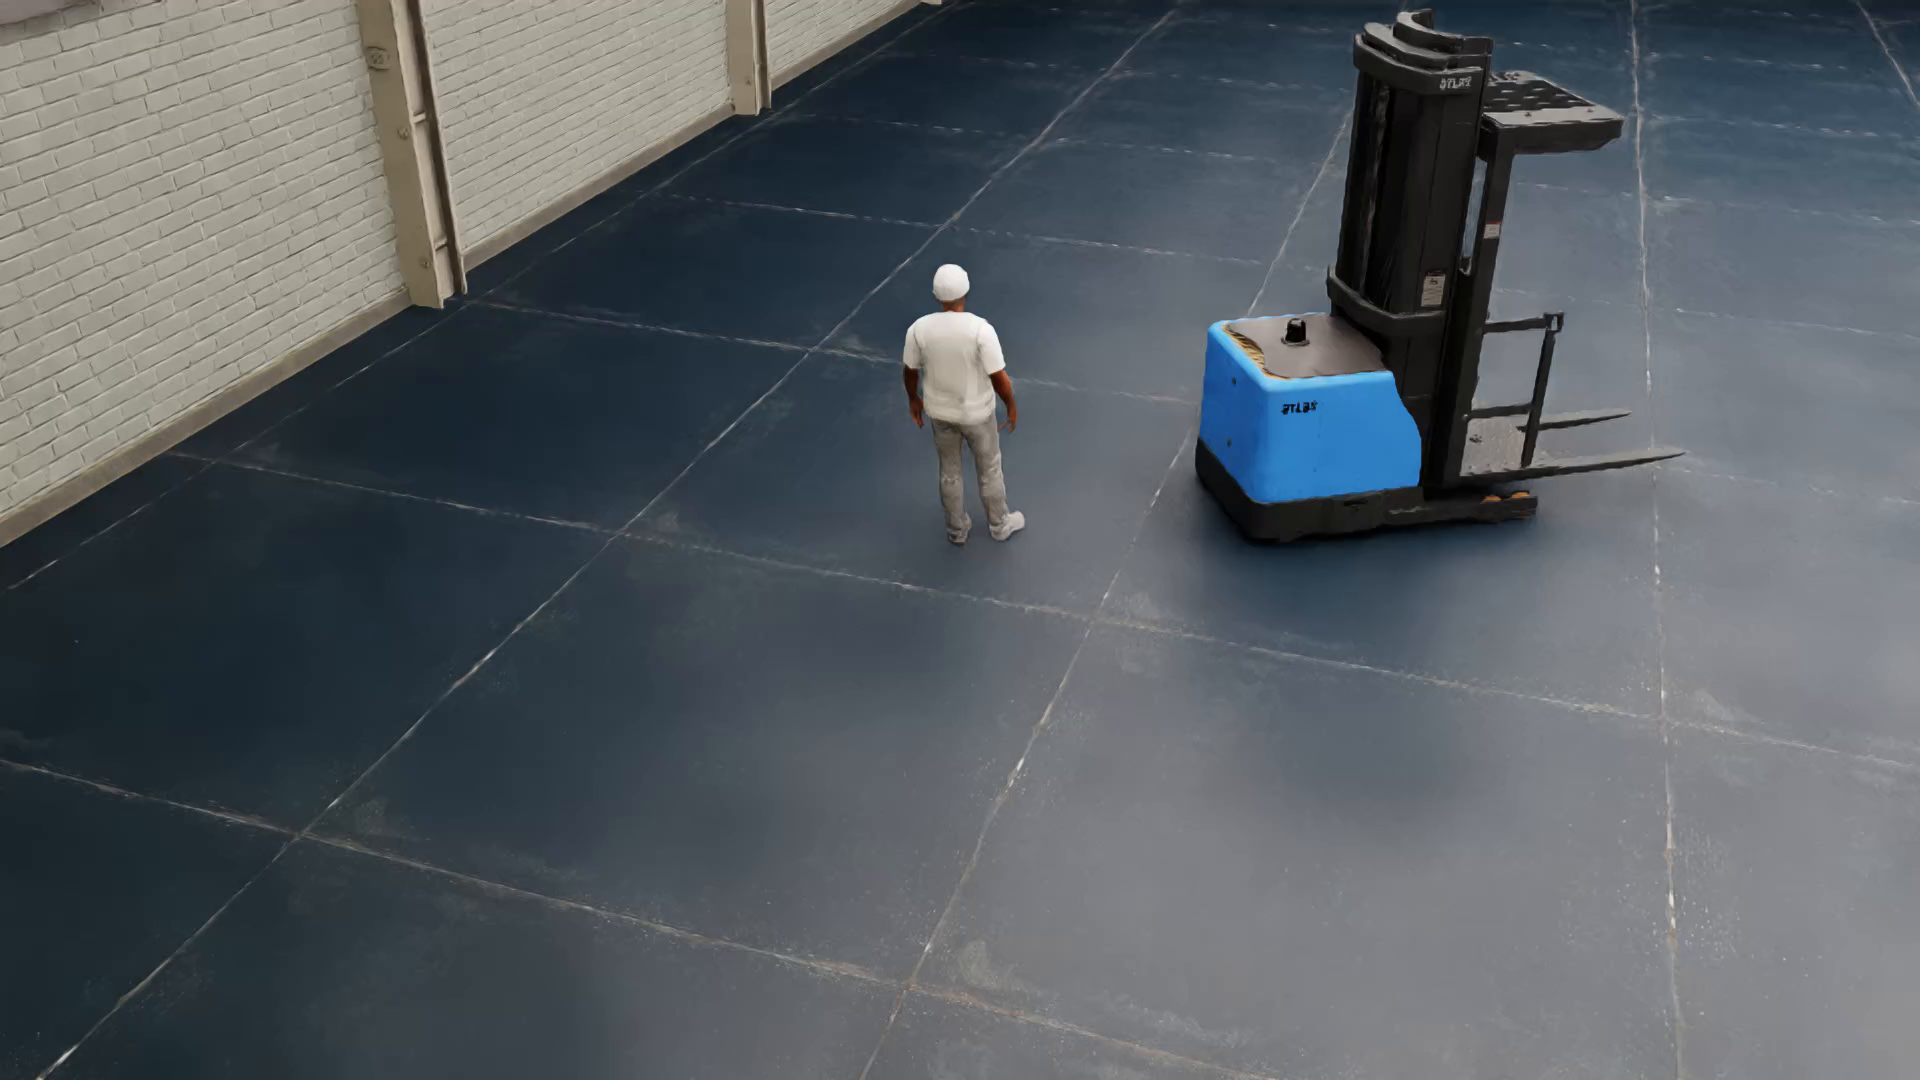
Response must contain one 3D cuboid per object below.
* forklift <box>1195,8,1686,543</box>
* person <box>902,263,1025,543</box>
[{"bbox_3d":[3.093,-1.629,9.995,3.031,2.935,1.130,-7,30,-11],"label":"forklift"},{"bbox_3d":[0.028,-0.805,9.711,0.665,1.766,0.576,10,31,16],"label":"person"}]
